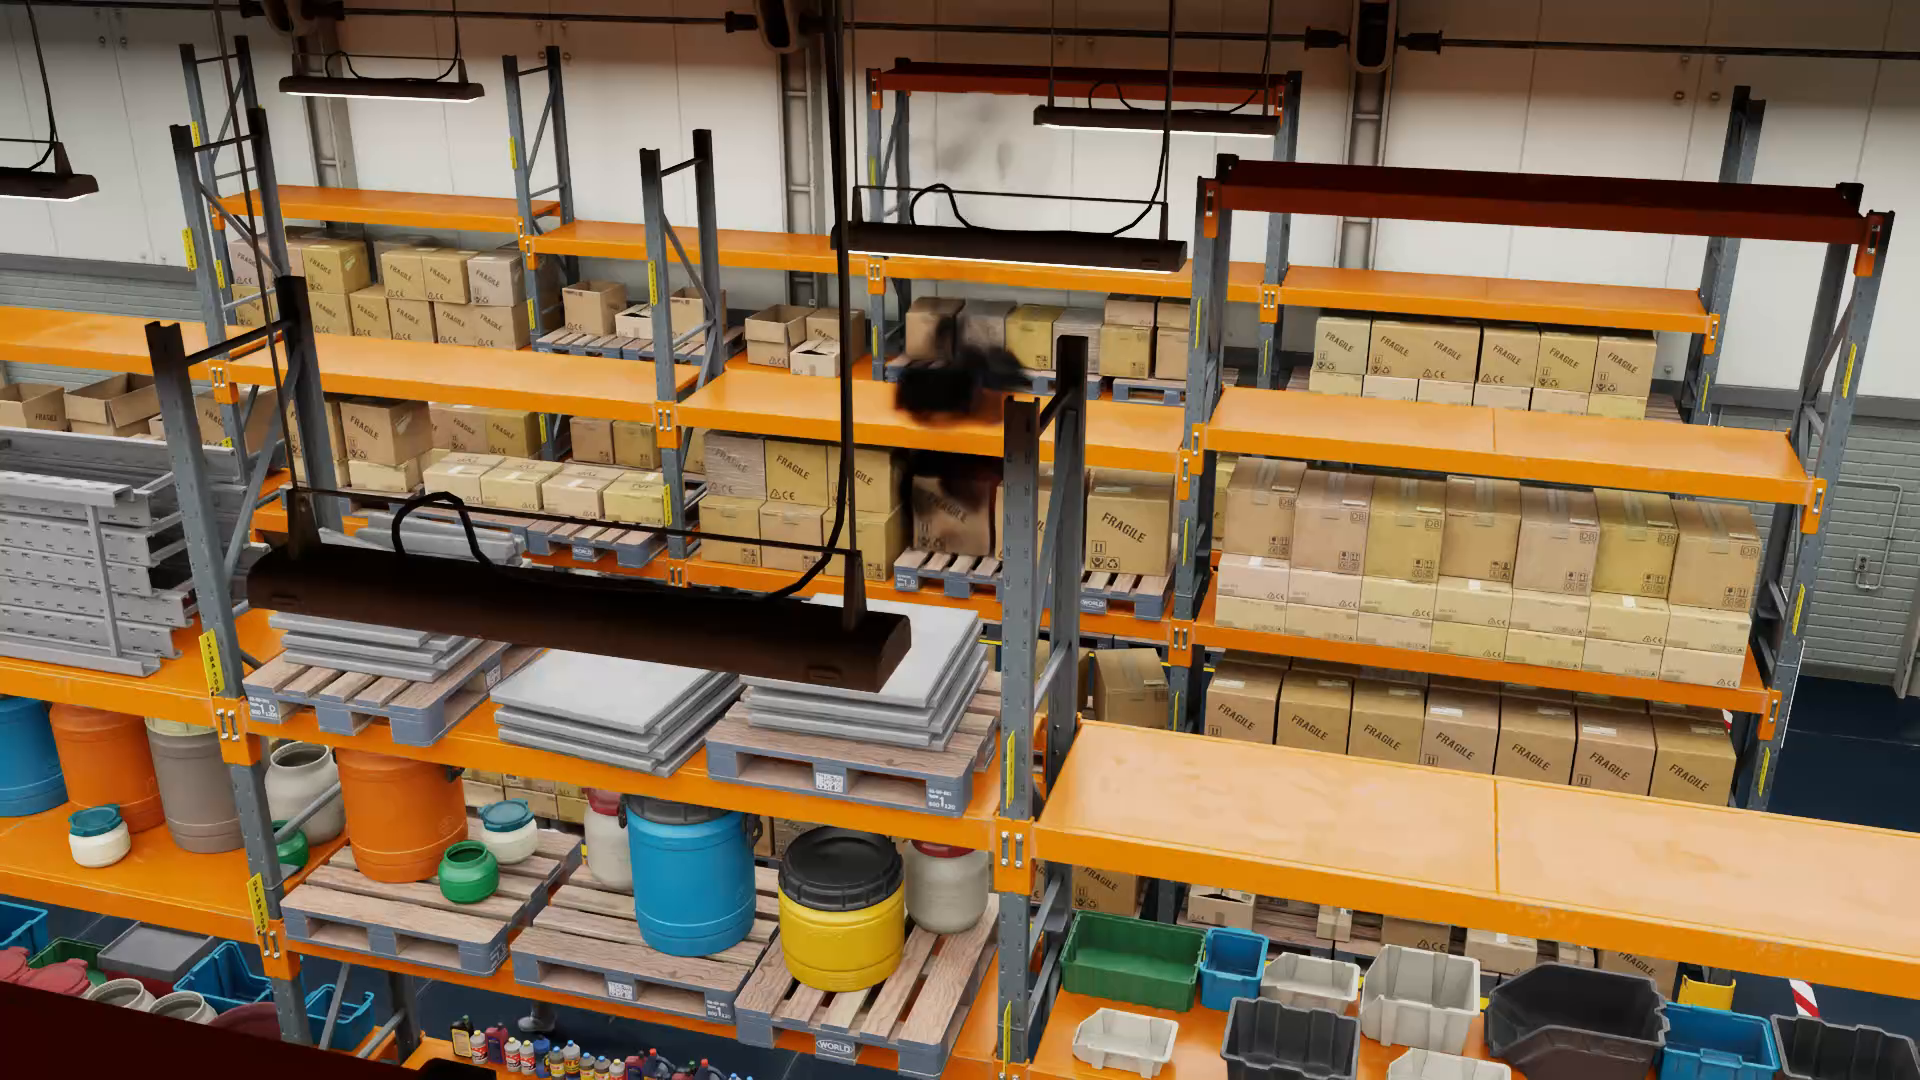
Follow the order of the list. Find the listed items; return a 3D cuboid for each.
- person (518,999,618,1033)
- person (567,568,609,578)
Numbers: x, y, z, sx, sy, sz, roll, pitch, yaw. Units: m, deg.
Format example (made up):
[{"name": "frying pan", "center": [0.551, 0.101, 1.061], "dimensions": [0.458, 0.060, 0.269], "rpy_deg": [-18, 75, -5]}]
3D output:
[{"name": "person", "center": [-2.831, 2.820, 11.739], "dimensions": [0.891, 1.762, 0.683], "rpy_deg": [5, 23, 12]}, {"name": "person", "center": [-3.738, 0.740, 16.723], "dimensions": [0.692, 1.747, 0.651], "rpy_deg": [3, 23, 8]}]
